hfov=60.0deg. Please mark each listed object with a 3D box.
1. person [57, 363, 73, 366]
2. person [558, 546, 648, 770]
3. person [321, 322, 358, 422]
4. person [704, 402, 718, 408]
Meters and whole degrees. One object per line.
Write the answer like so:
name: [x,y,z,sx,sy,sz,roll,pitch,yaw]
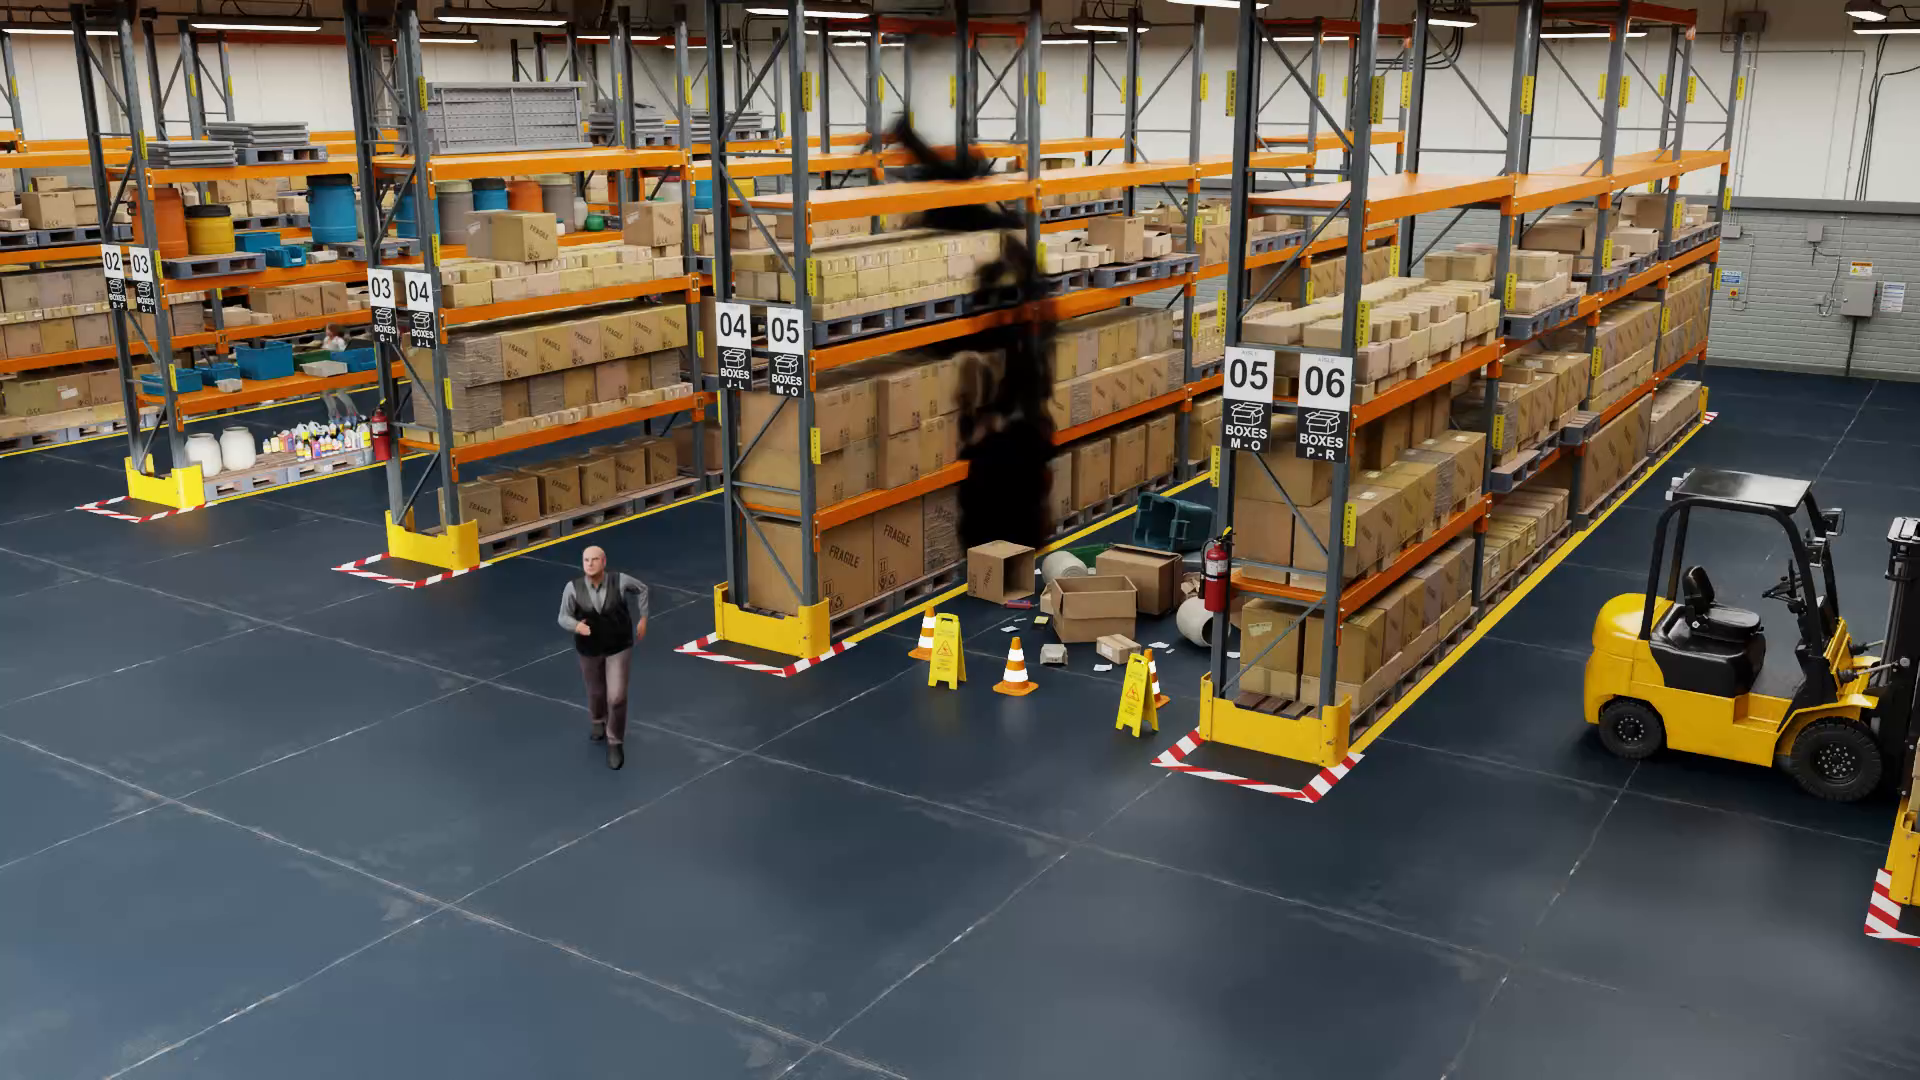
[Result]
person: [-14.249,-2.886,26.602,0.572,1.631,0.636,7,17,22]
person: [-2.743,0.879,12.876,0.660,1.749,0.884,-1,16,-4]
person: [-9.501,-2.500,25.286,0.486,1.646,0.620,7,17,25]
person: [-3.635,-2.367,24.343,0.667,1.827,0.861,8,17,25]
